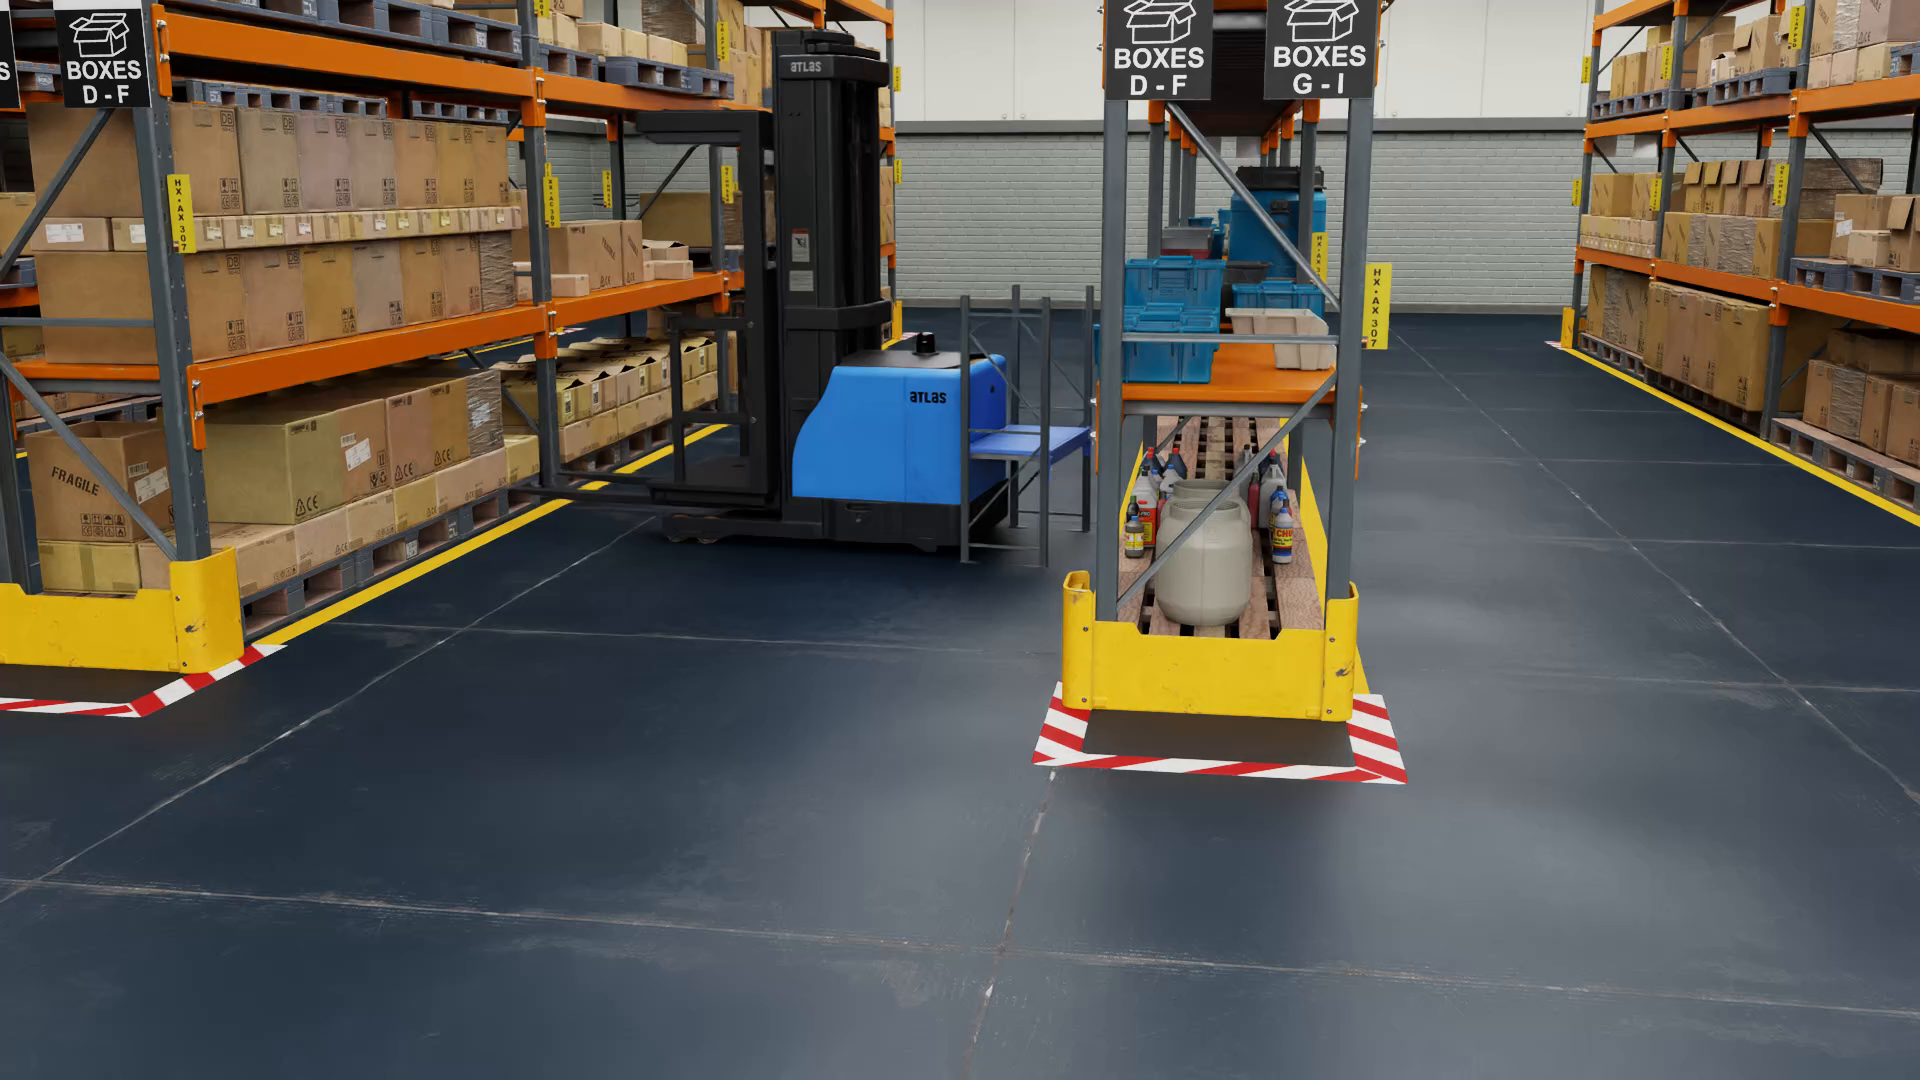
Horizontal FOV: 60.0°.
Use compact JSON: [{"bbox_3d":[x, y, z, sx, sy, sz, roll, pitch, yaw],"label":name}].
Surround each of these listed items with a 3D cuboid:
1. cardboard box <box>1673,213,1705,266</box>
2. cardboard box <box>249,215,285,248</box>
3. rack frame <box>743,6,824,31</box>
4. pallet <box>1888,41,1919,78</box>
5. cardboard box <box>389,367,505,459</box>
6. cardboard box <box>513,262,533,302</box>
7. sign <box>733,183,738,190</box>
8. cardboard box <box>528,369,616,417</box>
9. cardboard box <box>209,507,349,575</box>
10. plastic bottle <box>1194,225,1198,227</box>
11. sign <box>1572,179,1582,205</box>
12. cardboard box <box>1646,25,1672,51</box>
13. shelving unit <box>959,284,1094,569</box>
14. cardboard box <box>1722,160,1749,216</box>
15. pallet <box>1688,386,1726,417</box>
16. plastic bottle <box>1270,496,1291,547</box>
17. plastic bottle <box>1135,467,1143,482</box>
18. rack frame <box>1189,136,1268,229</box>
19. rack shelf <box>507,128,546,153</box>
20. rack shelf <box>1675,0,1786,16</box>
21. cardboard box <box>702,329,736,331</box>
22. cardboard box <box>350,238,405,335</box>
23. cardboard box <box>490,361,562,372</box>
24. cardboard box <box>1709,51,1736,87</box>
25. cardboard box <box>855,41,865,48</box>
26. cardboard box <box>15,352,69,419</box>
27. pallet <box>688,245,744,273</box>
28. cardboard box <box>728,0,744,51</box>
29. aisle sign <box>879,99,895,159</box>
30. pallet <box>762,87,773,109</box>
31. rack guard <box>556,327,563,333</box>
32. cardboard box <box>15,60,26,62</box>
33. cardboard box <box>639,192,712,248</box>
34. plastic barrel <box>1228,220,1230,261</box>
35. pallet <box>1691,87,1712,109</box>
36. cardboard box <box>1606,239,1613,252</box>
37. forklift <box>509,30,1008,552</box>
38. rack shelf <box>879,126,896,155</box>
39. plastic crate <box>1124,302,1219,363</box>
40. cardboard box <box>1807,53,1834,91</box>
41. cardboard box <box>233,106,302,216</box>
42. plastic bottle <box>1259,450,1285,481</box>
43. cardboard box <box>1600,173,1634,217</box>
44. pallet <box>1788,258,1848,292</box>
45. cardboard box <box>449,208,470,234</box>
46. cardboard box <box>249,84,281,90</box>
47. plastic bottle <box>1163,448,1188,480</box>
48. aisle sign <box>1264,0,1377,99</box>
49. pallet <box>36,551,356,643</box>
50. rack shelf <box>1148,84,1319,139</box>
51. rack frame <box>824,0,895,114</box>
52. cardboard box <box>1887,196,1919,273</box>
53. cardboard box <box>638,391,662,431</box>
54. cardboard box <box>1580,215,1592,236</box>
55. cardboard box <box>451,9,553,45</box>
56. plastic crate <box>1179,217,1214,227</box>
[{"bbox_3d":[7.395,-2.972,16.426,0.500,0.500,0.500,2,12,9],"label":"cardboard box"},{"bbox_3d":[-3.493,-1.487,7.995,0.380,0.149,0.250,2,12,9],"label":"cardboard box"},{"bbox_3d":[-1.998,-6.370,18.190,1.000,3.000,0.127,2,12,9],"label":"rack frame"},{"bbox_3d":[6.916,-3.166,10.888,1.213,0.211,1.003,2,12,9],"label":"pallet"},{"bbox_3d":[-3.172,-0.792,10.299,0.500,0.500,0.500,2,12,9],"label":"cardboard box"},{"bbox_3d":[-3.196,-1.802,11.592,0.500,0.250,0.500,3,12,12],"label":"cardboard box"},{"bbox_3d":[-2.536,-3.876,18.805,0.100,0.325,0.005,2,12,9],"label":"sign"},{"bbox_3d":[-2.837,-1.089,12.125,0.500,0.311,0.500,2,12,8],"label":"cardboard box"},{"bbox_3d":[-3.468,-0.009,8.444,0.500,0.250,0.500,2,12,9],"label":"cardboard box"},{"bbox_3d":[2.515,-3.180,17.748,0.144,0.351,0.185,2,12,9],"label":"plastic bottle"},{"bbox_3d":[7.857,-4.429,21.182,0.100,0.325,0.005,2,12,9],"label":"sign"},{"bbox_3d":[8.084,-5.664,18.782,0.500,0.250,0.500,1,12,7],"label":"cardboard box"},{"bbox_3d":[0.401,-0.694,9.654,0.538,1.500,1.048,4,13,17],"label":"shelving unit"},{"bbox_3d":[7.503,-3.249,15.330,0.797,0.503,0.637,2,12,10],"label":"cardboard box"},{"bbox_3d":[7.560,-1.334,15.684,1.003,0.211,1.213,2,12,9],"label":"pallet"},{"bbox_3d":[1.690,-0.098,8.759,0.097,0.271,0.097,0,12,0],"label":"plastic bottle"},{"bbox_3d":[1.035,-0.271,9.533,0.061,0.283,0.133,2,12,11],"label":"plastic bottle"},{"bbox_3d":[3.511,-4.108,21.937,1.000,3.000,0.127,2,12,9],"label":"rack frame"},{"bbox_3d":[-6.586,-5.128,21.255,1.077,0.370,4.000,2,12,9],"label":"rack shelf"},{"bbox_3d":[7.482,-5.084,14.883,1.077,0.370,4.000,2,12,9],"label":"rack shelf"},{"bbox_3d":[-2.186,-1.792,16.078,0.500,0.500,0.500,1,12,7],"label":"cardboard box"},{"bbox_3d":[-3.524,-1.407,9.165,0.700,0.500,0.500,2,12,10],"label":"cardboard box"},{"bbox_3d":[-3.297,-1.213,12.700,0.500,0.311,0.500,2,12,8],"label":"cardboard box"},{"bbox_3d":[7.532,-4.518,15.932,0.500,0.311,0.500,1,12,7],"label":"cardboard box"},{"bbox_3d":[-1.578,-5.957,20.786,0.700,0.500,0.500,2,12,9],"label":"cardboard box"},{"bbox_3d":[-7.879,-1.292,13.759,0.700,0.500,0.500,2,12,9],"label":"cardboard box"},{"bbox_3d":[-2.579,-2.654,15.644,1.213,0.211,1.003,2,12,9],"label":"pallet"},{"bbox_3d":[-2.383,-4.911,15.932,0.500,0.500,0.500,2,12,9],"label":"cardboard box"},{"bbox_3d":[-1.070,-5.545,22.431,0.394,0.787,0.004,2,12,9],"label":"aisle sign"},{"bbox_3d":[-2.324,-4.462,16.904,1.213,0.211,1.003,2,12,9],"label":"pallet"},{"bbox_3d":[-6.275,-3.212,23.713,1.175,0.500,0.348,2,12,9],"label":"rack guard"},{"bbox_3d":[-7.771,-4.020,13.172,0.500,0.500,0.500,1,12,7],"label":"cardboard box"},{"bbox_3d":[-2.628,-2.993,15.528,0.700,0.500,0.500,-2,12,-10],"label":"cardboard box"},{"bbox_3d":[2.208,-2.112,12.349,0.433,0.535,0.433,0,12,0],"label":"plastic barrel"},{"bbox_3d":[7.697,-4.296,16.140,0.805,0.209,1.217,1,12,6],"label":"pallet"},{"bbox_3d":[7.789,-3.442,19.440,0.380,0.149,0.250,2,12,7],"label":"cardboard box"},{"bbox_3d":[-1.277,-1.513,10.055,3.031,2.935,1.130,3,13,15],"label":"forklift"},{"bbox_3d":[-1.691,-4.968,20.513,1.077,0.370,4.000,2,12,9],"label":"rack shelf"},{"bbox_3d":[0.937,-0.954,7.653,0.499,0.251,0.408,2,12,9],"label":"plastic crate"},{"bbox_3d":[6.851,-3.586,12.749,0.500,0.250,0.500,2,12,10],"label":"cardboard box"},{"bbox_3d":[-3.676,-1.840,8.092,0.700,0.500,0.500,2,12,7],"label":"cardboard box"},{"bbox_3d":[1.821,-0.347,9.728,0.144,0.351,0.185,1,12,6],"label":"plastic bottle"},{"bbox_3d":[7.914,-4.083,19.691,0.500,0.500,0.500,2,12,7],"label":"cardboard box"},{"bbox_3d":[7.170,-2.037,12.781,1.213,0.211,1.003,2,12,9],"label":"pallet"},{"bbox_3d":[-3.176,-1.913,9.975,0.380,0.149,0.250,2,12,9],"label":"cardboard box"},{"bbox_3d":[-7.363,-4.824,16.856,0.700,0.500,0.500,3,12,12],"label":"cardboard box"},{"bbox_3d":[1.274,-0.371,9.840,0.144,0.351,0.185,2,12,9],"label":"plastic bottle"},{"bbox_3d":[1.328,-2.024,6.095,0.394,0.787,0.004,2,12,9],"label":"aisle sign"},{"bbox_3d":[-3.768,0.263,8.269,1.003,0.211,1.213,2,12,9],"label":"pallet"},{"bbox_3d":[1.973,-3.141,12.038,1.077,0.370,4.000,2,12,9],"label":"rack shelf"},{"bbox_3d":[-1.383,-7.202,22.053,1.000,3.000,0.127,2,12,9],"label":"rack frame"},{"bbox_3d":[6.735,-2.070,11.235,0.797,0.503,0.637,3,13,14],"label":"cardboard box"},{"bbox_3d":[-2.686,-1.029,13.178,0.500,0.250,0.500,2,12,10],"label":"cardboard box"},{"bbox_3d":[8.064,-3.929,20.754,0.500,0.250,0.500,2,12,7],"label":"cardboard box"},{"bbox_3d":[-3.124,-3.498,11.344,0.500,0.250,0.500,3,13,15],"label":"cardboard box"},{"bbox_3d":[2.630,-3.406,18.571,0.392,0.384,0.575,2,12,9],"label":"plastic crate"}]
